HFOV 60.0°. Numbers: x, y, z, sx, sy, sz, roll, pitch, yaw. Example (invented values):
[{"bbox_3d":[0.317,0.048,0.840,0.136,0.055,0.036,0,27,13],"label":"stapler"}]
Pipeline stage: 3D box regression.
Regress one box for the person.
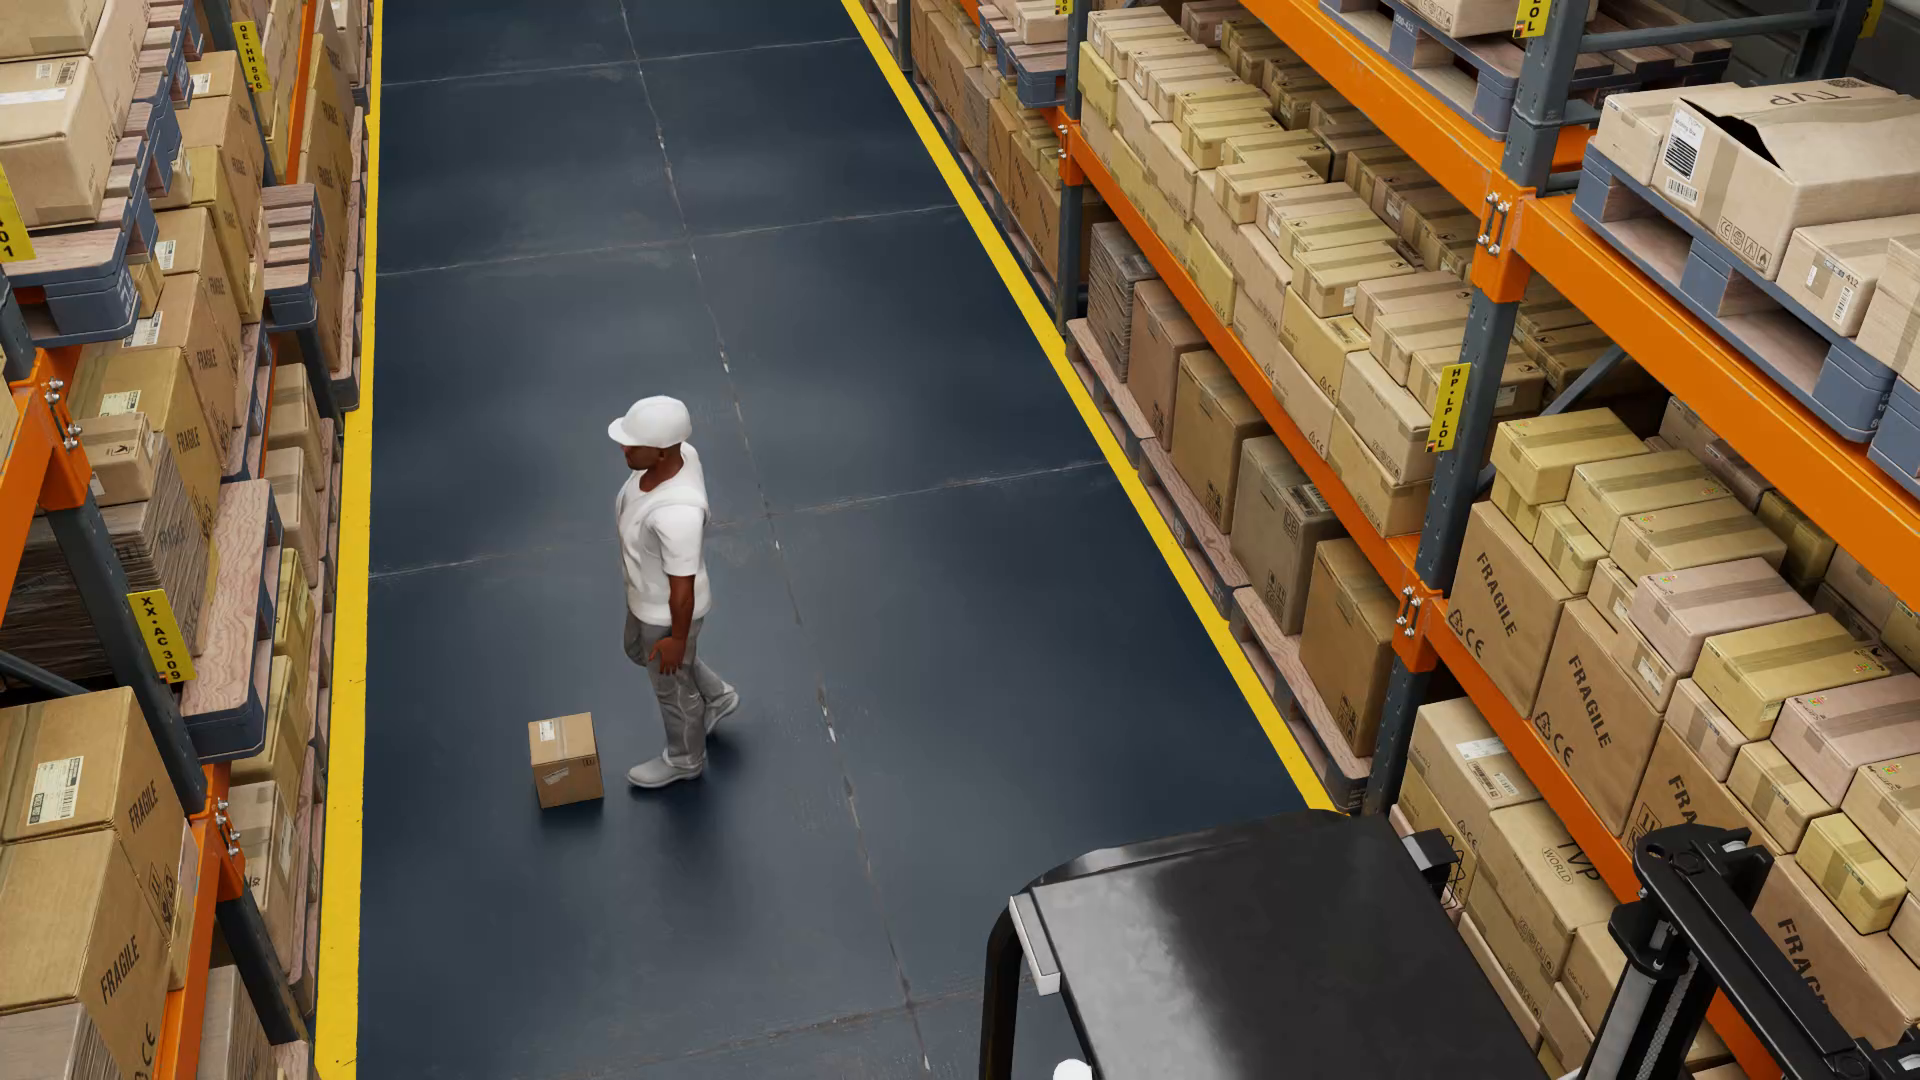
[{"bbox_3d":[-1.127,0.228,6.357,0.508,1.800,0.589,-9,39,-11],"label":"person"}]
